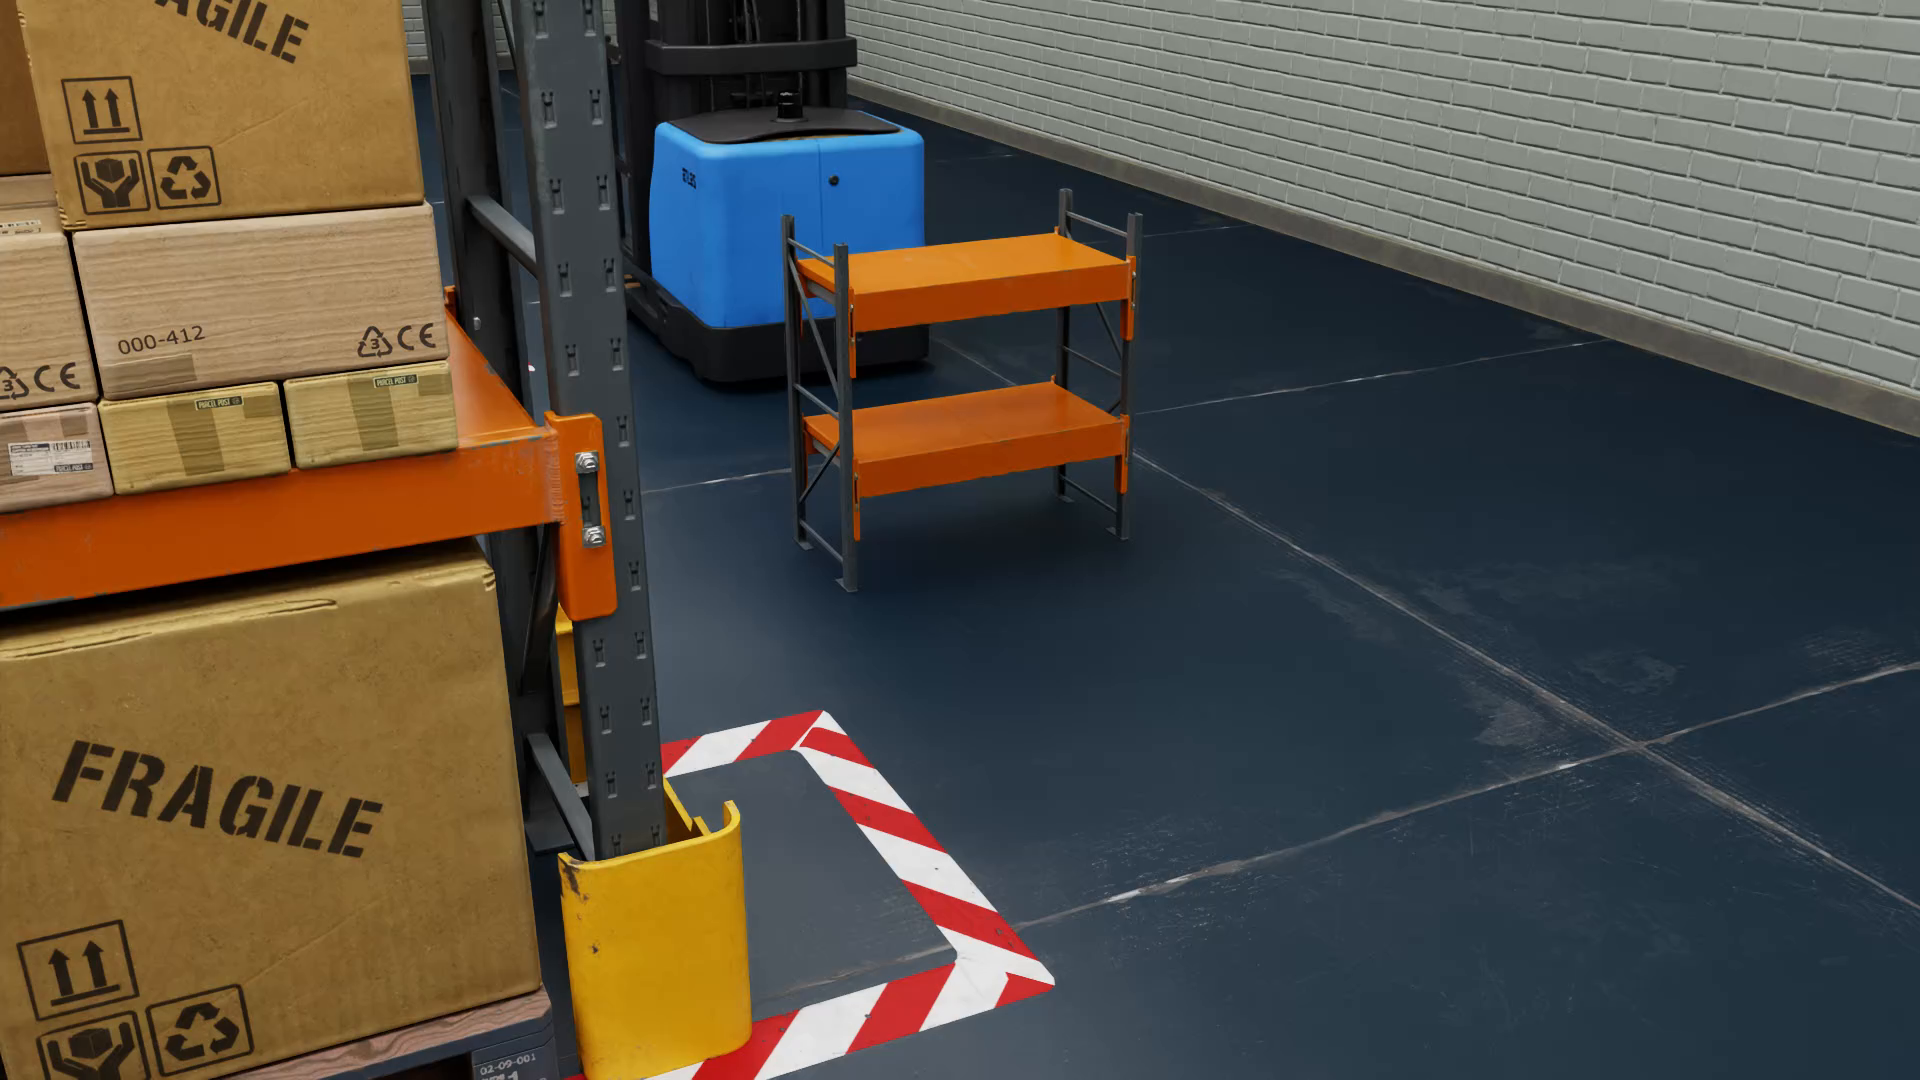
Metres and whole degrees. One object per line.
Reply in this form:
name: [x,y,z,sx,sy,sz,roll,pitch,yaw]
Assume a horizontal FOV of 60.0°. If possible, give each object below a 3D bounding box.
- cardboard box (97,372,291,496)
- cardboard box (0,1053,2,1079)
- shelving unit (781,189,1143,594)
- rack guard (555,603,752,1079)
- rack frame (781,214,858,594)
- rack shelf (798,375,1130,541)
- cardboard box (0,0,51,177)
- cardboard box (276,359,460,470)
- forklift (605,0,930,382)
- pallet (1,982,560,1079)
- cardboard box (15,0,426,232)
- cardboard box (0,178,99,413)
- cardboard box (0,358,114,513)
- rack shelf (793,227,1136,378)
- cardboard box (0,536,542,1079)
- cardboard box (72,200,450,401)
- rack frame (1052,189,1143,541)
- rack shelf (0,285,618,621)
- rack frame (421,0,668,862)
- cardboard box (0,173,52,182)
cardboard box: [-1.238,-0.218,2.682,0.250,0.149,0.380,-10,25,-23]
cardboard box: [-2.188,0.523,2.795,0.875,0.875,0.875,-10,25,-24]
shelving unit: [0.006,-0.521,5.538,1.048,1.125,0.538,-10,25,-24]
rack guard: [-0.805,0.601,3.644,0.348,0.500,1.175,-10,25,-24]
rack frame: [-0.452,-0.437,5.334,0.032,1.125,0.500,-10,25,-24]
rack shelf: [0.006,-0.295,5.631,1.000,0.278,0.538,-10,25,-24]
cardboard box: [-1.826,-0.895,2.817,0.500,0.500,0.500,-11,25,-25]
cardboard box: [-1.004,-0.261,2.788,0.250,0.149,0.380,-10,24,-23]
forklift: [-1.189,-2.570,8.126,1.130,2.935,3.031,-9,24,-22]
pallet: [-1.513,0.898,3.304,1.213,0.211,1.003,-10,25,-24]
cardboard box: [-1.151,-0.793,2.571,0.500,0.500,0.500,-10,25,-23]
cardboard box: [-1.605,-0.362,2.510,0.500,0.250,0.500,-11,25,-25]
cardboard box: [-1.466,-0.176,2.582,0.250,0.149,0.380,-10,25,-23]
rack shelf: [0.006,-0.791,5.426,1.000,0.278,0.538,-10,25,-24]
cardboard box: [-1.368,0.372,3.159,0.875,0.875,0.875,-10,25,-24]
cardboard box: [-1.148,-0.446,2.713,0.500,0.250,0.500,-11,25,-24]
rack frame: [0.464,-0.605,5.741,0.032,1.125,0.500,-10,25,-24]
rack shelf: [-2.628,0.114,2.493,4.000,0.370,1.077,-10,25,-24]
rack frame: [-0.826,-0.550,3.156,0.127,3.000,1.000,-10,25,-24]
cardboard box: [-1.841,-0.543,2.947,0.500,0.250,0.500,-11,25,-24]
